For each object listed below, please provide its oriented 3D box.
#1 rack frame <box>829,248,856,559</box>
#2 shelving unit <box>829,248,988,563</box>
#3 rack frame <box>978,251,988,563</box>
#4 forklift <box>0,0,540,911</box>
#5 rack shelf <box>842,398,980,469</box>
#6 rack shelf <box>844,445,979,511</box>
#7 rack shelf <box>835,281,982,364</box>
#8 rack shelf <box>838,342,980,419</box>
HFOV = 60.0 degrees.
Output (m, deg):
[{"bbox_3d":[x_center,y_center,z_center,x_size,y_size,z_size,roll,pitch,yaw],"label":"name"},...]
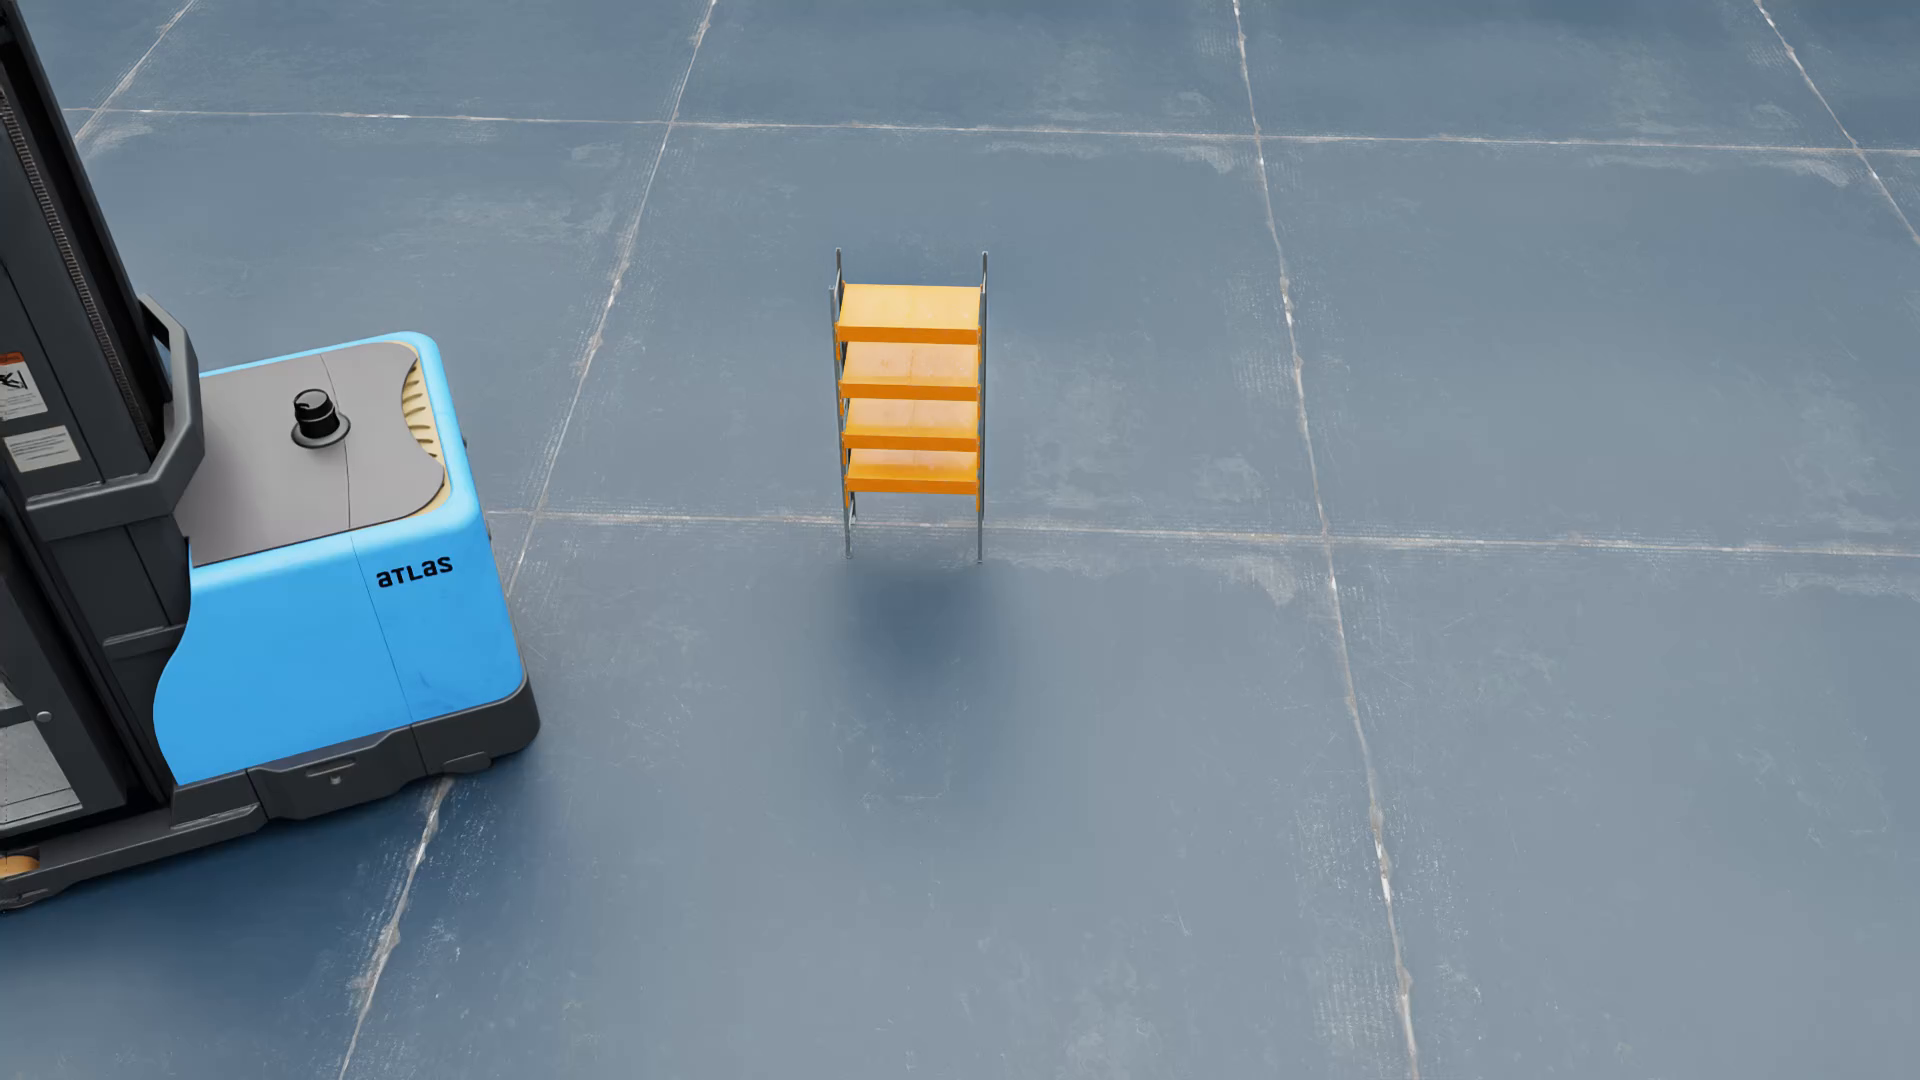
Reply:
[{"bbox_3d":[-0.409,-0.452,5.855,0.015,1.200,0.240,2,43,2],"label":"rack frame"},{"bbox_3d":[-0.165,-0.444,5.846,0.503,1.200,0.258,2,43,2],"label":"shelving unit"},{"bbox_3d":[0.078,-0.437,5.838,0.015,1.200,0.240,2,43,2],"label":"rack frame"},{"bbox_3d":[-2.955,-0.318,4.442,3.031,2.935,1.130,-15,45,-15],"label":"forklift"},{"bbox_3d":[-0.165,-0.395,5.892,0.480,0.148,0.258,2,43,2],"label":"rack shelf"},{"bbox_3d":[-0.165,-0.250,6.028,0.480,0.148,0.258,2,43,2],"label":"rack shelf"},{"bbox_3d":[-0.165,-0.732,5.579,0.480,0.148,0.258,2,43,2],"label":"rack shelf"},{"bbox_3d":[-0.165,-0.559,5.740,0.480,0.148,0.258,2,43,2],"label":"rack shelf"}]
